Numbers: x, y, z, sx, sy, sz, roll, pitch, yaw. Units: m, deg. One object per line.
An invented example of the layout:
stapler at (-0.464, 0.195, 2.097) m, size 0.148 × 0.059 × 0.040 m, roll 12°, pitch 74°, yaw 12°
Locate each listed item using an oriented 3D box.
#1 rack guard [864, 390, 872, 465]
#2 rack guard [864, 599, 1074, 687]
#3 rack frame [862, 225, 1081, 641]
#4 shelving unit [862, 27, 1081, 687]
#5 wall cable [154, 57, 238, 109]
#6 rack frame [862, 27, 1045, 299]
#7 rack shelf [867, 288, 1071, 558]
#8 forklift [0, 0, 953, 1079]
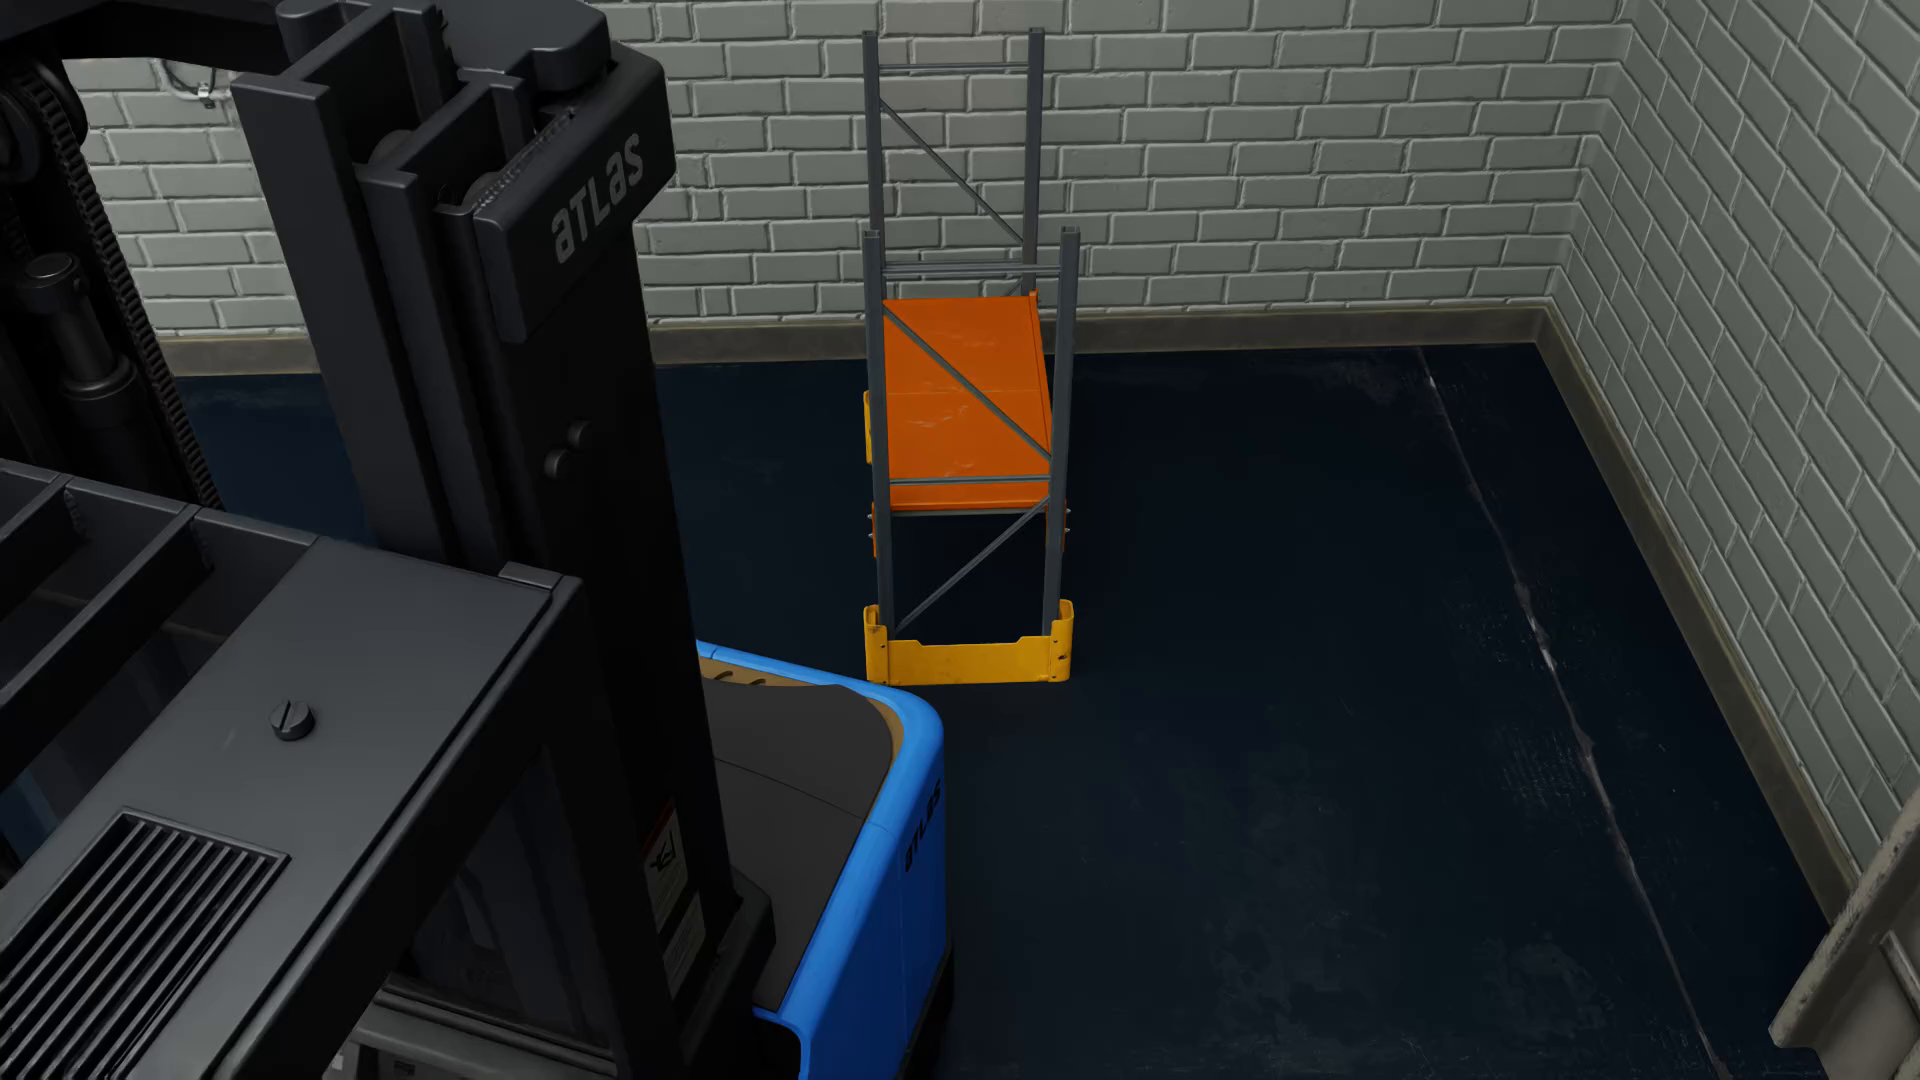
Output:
rack guard at (-0.018, -0.377, 5.476) m, size 0.587 × 0.250 × 0.087 m, roll -2°, pitch 43°, yaw -2°
rack guard at (0.024, 0.296, 4.743) m, size 0.587 × 0.250 × 0.087 m, roll -2°, pitch 43°, yaw -2°
rack frame at (0.025, -0.152, 4.306) m, size 0.500 × 1.500 × 0.032 m, roll -2°, pitch 43°, yaw -2°
shelving unit at (0.003, -0.501, 4.687) m, size 0.587 × 1.500 × 1.083 m, roll -2°, pitch 43°, yaw -2°
wall cable at (-2.497, -2.051, 4.516) m, size 0.588 × 1.984 × 0.122 m, roll -2°, pitch 43°, yaw -2°
rack frame at (-0.018, -0.838, 5.055) m, size 0.500 × 1.500 × 0.032 m, roll -2°, pitch 43°, yaw -2°
rack shelf at (0.004, -0.363, 4.802) m, size 0.538 × 0.185 × 1.000 m, roll -2°, pitch 43°, yaw -2°
forklift at (-0.956, 0.876, 2.126) m, size 1.130 × 2.935 × 3.031 m, roll 12°, pitch 44°, yaw 13°
